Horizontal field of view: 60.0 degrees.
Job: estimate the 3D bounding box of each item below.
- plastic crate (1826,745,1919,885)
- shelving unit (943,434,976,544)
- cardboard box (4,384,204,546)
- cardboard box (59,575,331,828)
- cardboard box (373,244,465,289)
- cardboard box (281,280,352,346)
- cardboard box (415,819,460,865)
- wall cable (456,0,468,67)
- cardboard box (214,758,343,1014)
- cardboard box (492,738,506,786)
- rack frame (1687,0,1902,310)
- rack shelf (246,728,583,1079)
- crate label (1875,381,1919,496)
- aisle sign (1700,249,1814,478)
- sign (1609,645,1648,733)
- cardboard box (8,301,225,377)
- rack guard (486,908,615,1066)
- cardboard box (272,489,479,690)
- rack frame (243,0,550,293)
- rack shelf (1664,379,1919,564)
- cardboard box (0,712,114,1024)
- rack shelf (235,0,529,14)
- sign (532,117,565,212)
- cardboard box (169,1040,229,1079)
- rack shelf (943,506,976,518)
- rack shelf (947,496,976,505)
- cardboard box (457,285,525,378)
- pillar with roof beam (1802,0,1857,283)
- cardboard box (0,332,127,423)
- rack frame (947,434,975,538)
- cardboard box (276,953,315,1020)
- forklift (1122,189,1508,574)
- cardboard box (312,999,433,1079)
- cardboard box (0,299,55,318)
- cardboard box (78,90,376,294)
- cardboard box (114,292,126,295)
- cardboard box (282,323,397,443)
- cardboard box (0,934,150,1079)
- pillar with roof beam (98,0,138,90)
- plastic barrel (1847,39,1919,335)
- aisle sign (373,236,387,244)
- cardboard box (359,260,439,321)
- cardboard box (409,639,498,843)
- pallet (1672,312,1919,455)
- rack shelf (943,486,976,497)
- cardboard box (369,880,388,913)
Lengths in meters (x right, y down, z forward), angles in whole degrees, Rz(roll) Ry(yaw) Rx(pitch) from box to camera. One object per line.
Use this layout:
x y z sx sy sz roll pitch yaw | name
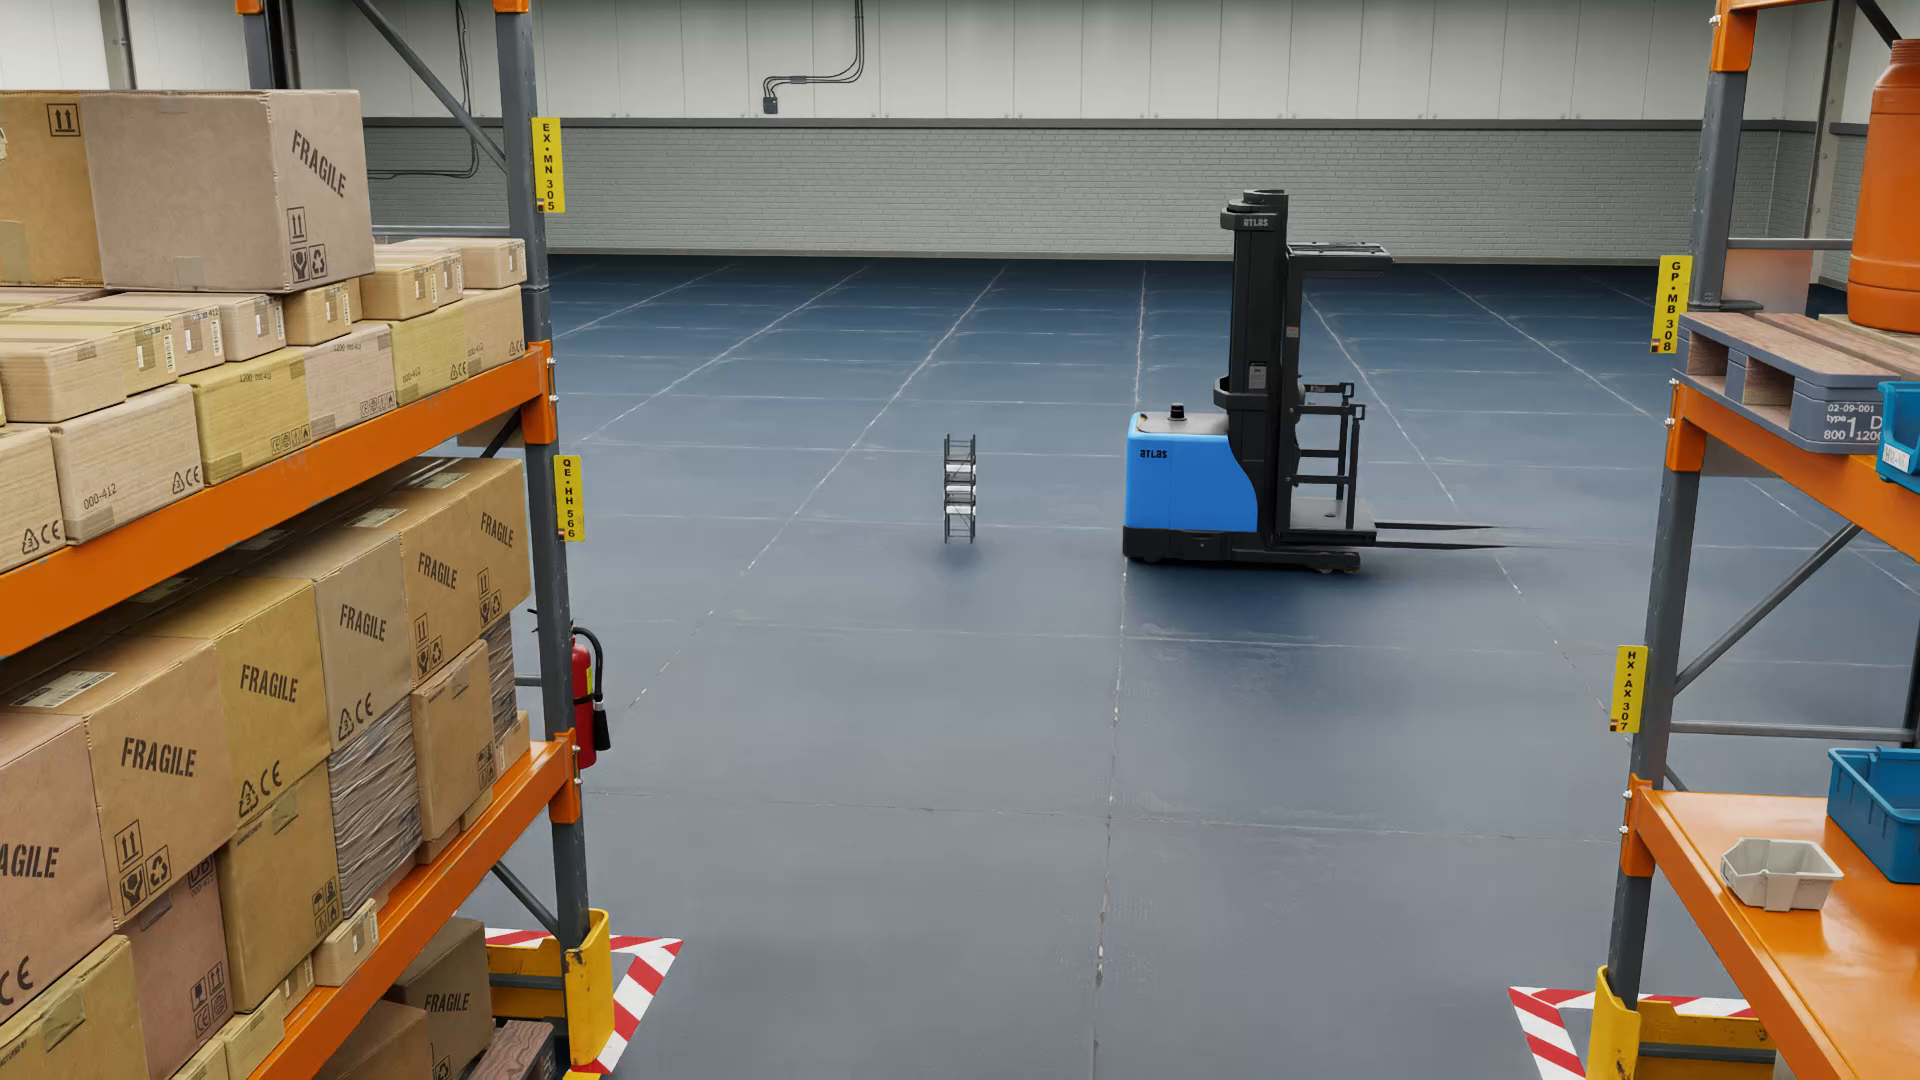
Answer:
3.167 0.893 5.398 0.499 0.251 0.616 2 15 6 | plastic crate
-0.001 -0.432 14.037 0.258 0.900 0.210 2 15 6 | shelving unit
-2.020 -0.177 3.609 0.500 0.250 0.500 1 15 4 | cardboard box
-1.986 0.401 4.256 0.500 0.500 0.500 2 15 6 | cardboard box
-1.863 -0.886 5.469 0.380 0.149 0.250 1 15 4 | cardboard box
-1.871 -0.613 4.459 0.380 0.149 0.250 1 15 3 | cardboard box
-1.872 0.934 5.444 0.380 0.149 0.250 2 15 6 | cardboard box
-10.029 -12.008 37.603 3.097 2.526 0.112 2 15 6 | wall cable
-2.189 0.878 4.408 0.875 0.500 0.500 2 15 6 | cardboard box
-1.851 0.803 5.928 0.380 0.149 0.250 2 15 6 | cardboard box
2.926 -2.213 5.108 1.000 3.000 0.127 2 15 6 | rack frame
-2.221 1.403 4.606 1.077 0.370 4.000 2 15 6 | rack shelf
2.386 -0.218 3.760 0.502 0.251 0.408 2 15 6 | crate label
2.643 -0.600 5.653 0.394 0.787 0.004 2 15 6 | aisle sign
2.380 0.532 5.919 0.100 0.325 0.005 2 15 6 | sign
-1.999 -0.476 3.954 0.380 0.149 0.250 2 15 8 | cardboard box
-2.004 1.763 6.684 1.175 0.500 0.348 2 15 6 | rack guard
-1.863 0.142 5.214 0.500 0.500 0.500 2 15 6 | cardboard box
-1.995 -2.359 5.648 1.000 3.000 0.127 2 15 6 | rack frame
2.700 0.101 3.675 1.077 0.370 4.000 2 15 6 | rack shelf
-2.088 0.661 3.295 0.500 0.500 0.500 2 15 6 | cardboard box
-2.221 -1.492 3.824 1.077 0.370 4.000 2 15 6 | rack shelf
-1.446 -1.317 5.844 0.100 0.325 0.005 2 15 6 | sign
-2.007 1.324 4.002 0.380 0.149 0.250 2 15 6 | cardboard box
-0.001 -0.226 14.092 0.258 0.077 0.200 2 15 6 | rack shelf
-0.001 -0.313 14.069 0.258 0.077 0.200 2 15 6 | rack shelf
-1.797 -0.706 5.569 0.500 0.250 0.500 2 15 8 | cardboard box
12.658 -9.622 32.507 9.100 9.000 0.400 2 15 6 | pillar with roof beam
-1.988 -0.341 3.455 0.380 0.149 0.250 1 15 5 | cardboard box
0.011 -0.459 14.134 0.240 0.900 0.006 2 15 6 | rack frame
-1.984 1.193 4.485 0.380 0.149 0.250 2 15 6 | cardboard box
2.877 -1.294 13.333 3.031 2.935 1.130 2 15 8 | forklift
-2.116 1.858 5.528 0.500 0.500 0.500 6 16 21 | cardboard box
-2.435 -0.496 4.027 0.380 0.149 0.250 1 15 4 | cardboard box
-1.919 -0.935 4.408 0.500 0.500 0.500 2 15 6 | cardboard box
-2.437 -0.630 4.524 0.380 0.149 0.250 1 15 4 | cardboard box
-1.917 -0.444 4.599 0.500 0.250 0.500 2 15 7 | cardboard box
-2.243 1.139 3.443 0.875 0.500 0.500 2 15 6 | cardboard box
-10.763 -8.740 29.246 9.100 9.000 0.400 2 15 6 | pillar with roof beam
2.997 -1.046 4.909 0.600 0.830 0.708 2 15 6 | plastic barrel
-2.286 -0.743 6.183 0.394 0.787 0.004 2 15 6 | aisle sign
-1.789 -0.746 4.952 0.380 0.149 0.250 2 15 7 | cardboard box
-2.022 0.620 5.362 0.875 0.500 0.500 2 15 6 | cardboard box
2.735 -0.463 4.741 1.003 0.211 1.213 2 15 6 | pallet
-0.001 -0.400 14.046 0.258 0.077 0.200 2 15 6 | rack shelf
-1.947 1.063 4.967 0.380 0.149 0.250 2 15 6 | cardboard box
